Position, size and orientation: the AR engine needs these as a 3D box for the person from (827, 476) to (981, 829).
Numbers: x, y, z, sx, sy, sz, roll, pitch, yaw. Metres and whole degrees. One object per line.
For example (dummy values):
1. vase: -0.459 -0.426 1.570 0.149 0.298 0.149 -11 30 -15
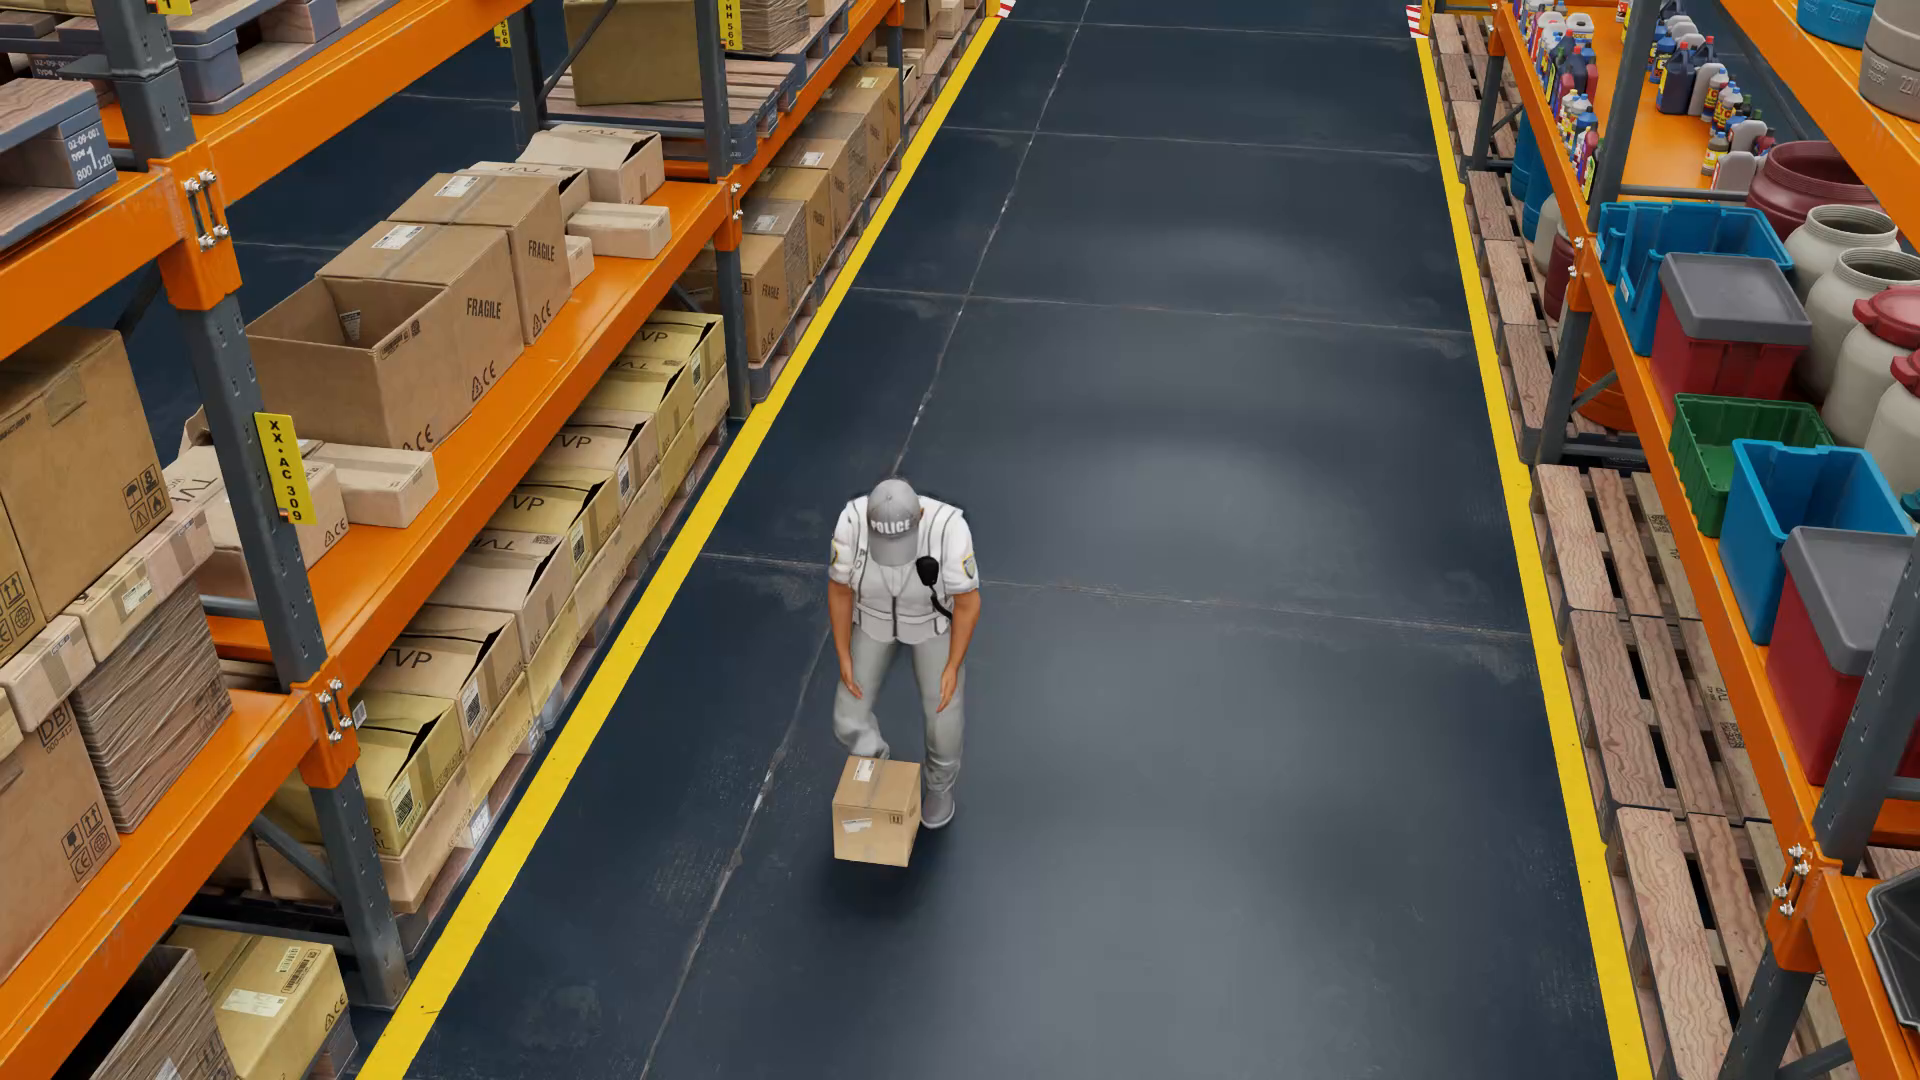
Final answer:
1. person: -0.181 0.347 5.777 0.528 1.480 0.652 6 33 9
